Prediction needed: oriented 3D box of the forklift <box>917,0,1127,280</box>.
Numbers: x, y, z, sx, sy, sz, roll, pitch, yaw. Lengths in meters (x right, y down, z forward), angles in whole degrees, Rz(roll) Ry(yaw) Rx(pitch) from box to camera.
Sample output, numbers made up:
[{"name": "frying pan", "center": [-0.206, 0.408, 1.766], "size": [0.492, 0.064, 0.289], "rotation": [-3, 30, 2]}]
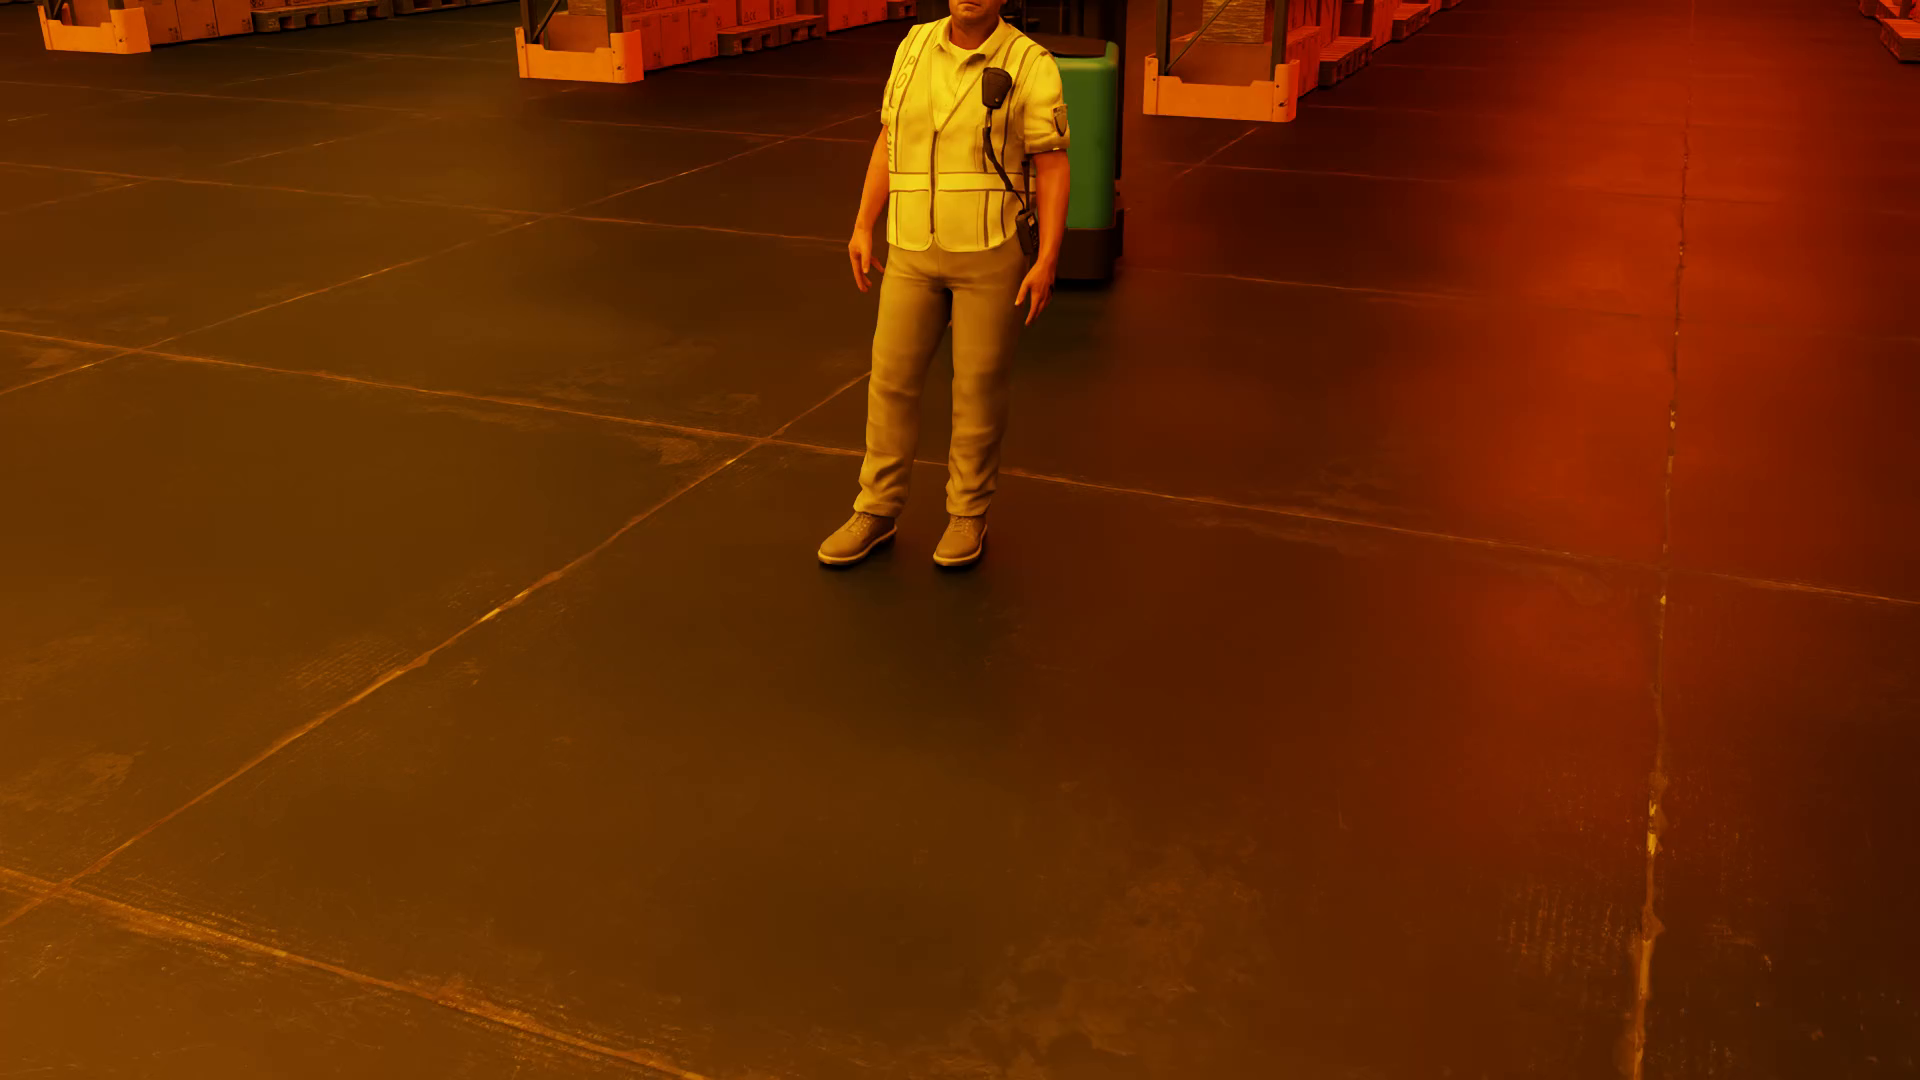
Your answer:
[{"name": "forklift", "center": [0.347, -3.110, 8.733], "size": [1.130, 2.935, 3.031], "rotation": [2, 23, 5]}]

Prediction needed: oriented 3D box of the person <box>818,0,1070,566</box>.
[{"name": "person", "center": [-0.041, -0.803, 4.685], "size": [0.640, 1.781, 0.575], "rotation": [9, 24, 21]}]
